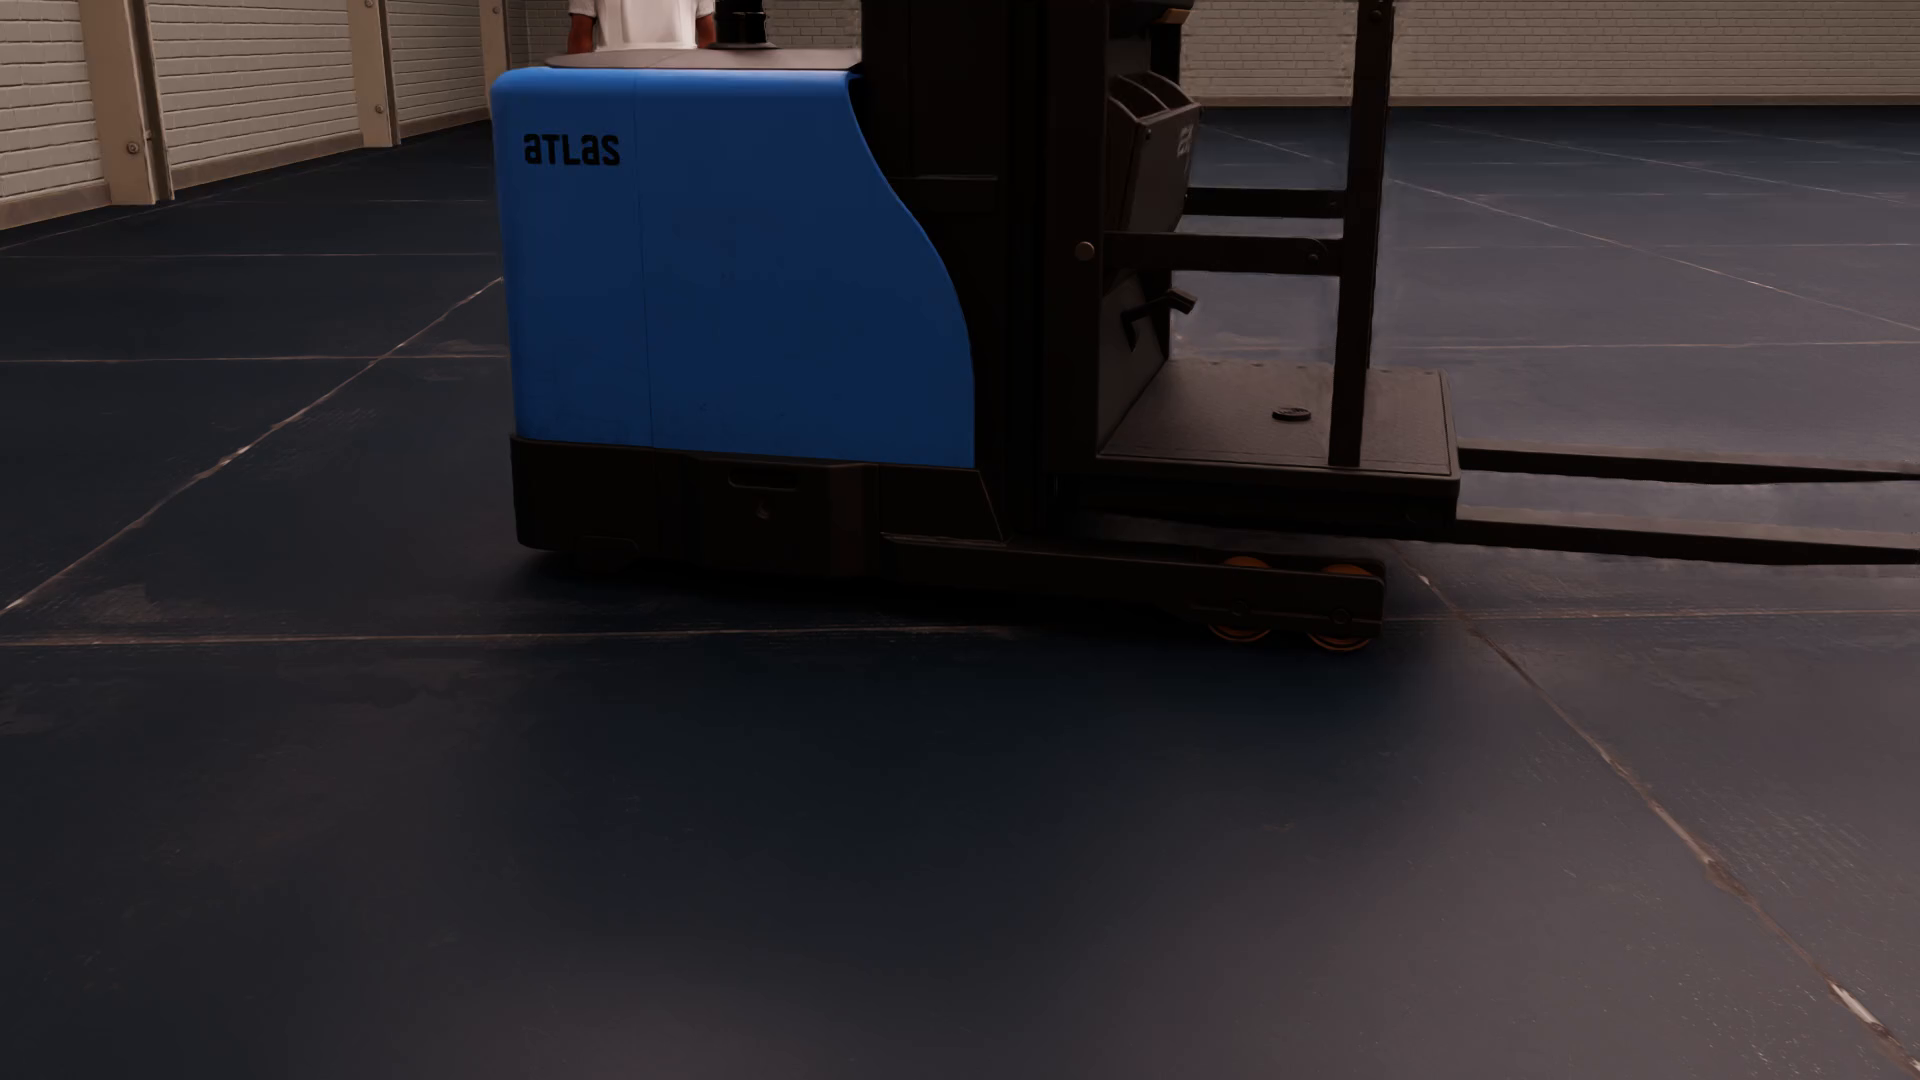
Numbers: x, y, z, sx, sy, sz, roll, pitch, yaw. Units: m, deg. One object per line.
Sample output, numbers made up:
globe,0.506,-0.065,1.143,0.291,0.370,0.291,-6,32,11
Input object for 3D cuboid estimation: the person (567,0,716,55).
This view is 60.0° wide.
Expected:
person,-1.253,-1.764,6.660,0.618,1.773,0.442,-7,18,-21

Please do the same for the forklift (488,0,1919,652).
forklift,0.592,-1.358,3.347,3.031,2.935,1.130,4,18,14
